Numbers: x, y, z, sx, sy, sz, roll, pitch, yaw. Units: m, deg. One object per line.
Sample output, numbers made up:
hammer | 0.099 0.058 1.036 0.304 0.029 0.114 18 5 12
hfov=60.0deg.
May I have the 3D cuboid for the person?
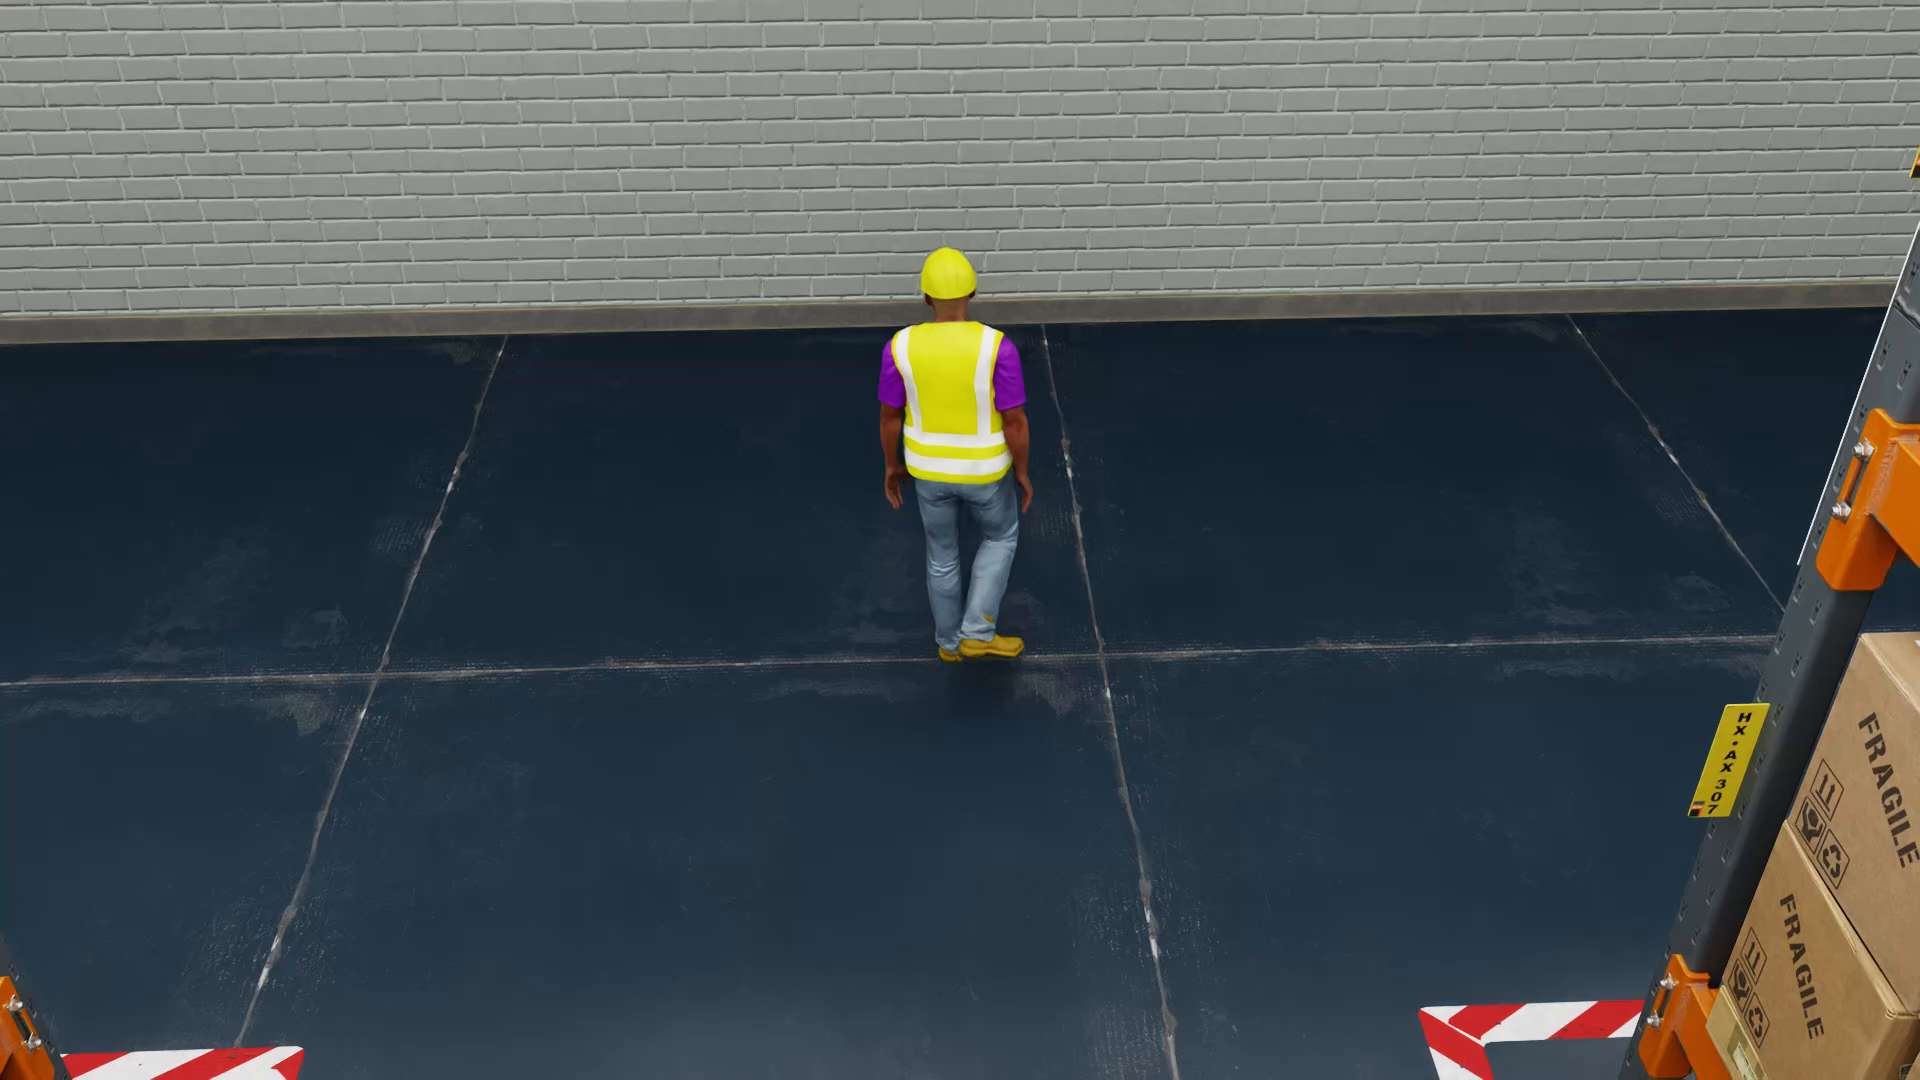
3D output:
person | -0.017 -0.266 6.499 0.614 1.760 0.566 6 35 8
